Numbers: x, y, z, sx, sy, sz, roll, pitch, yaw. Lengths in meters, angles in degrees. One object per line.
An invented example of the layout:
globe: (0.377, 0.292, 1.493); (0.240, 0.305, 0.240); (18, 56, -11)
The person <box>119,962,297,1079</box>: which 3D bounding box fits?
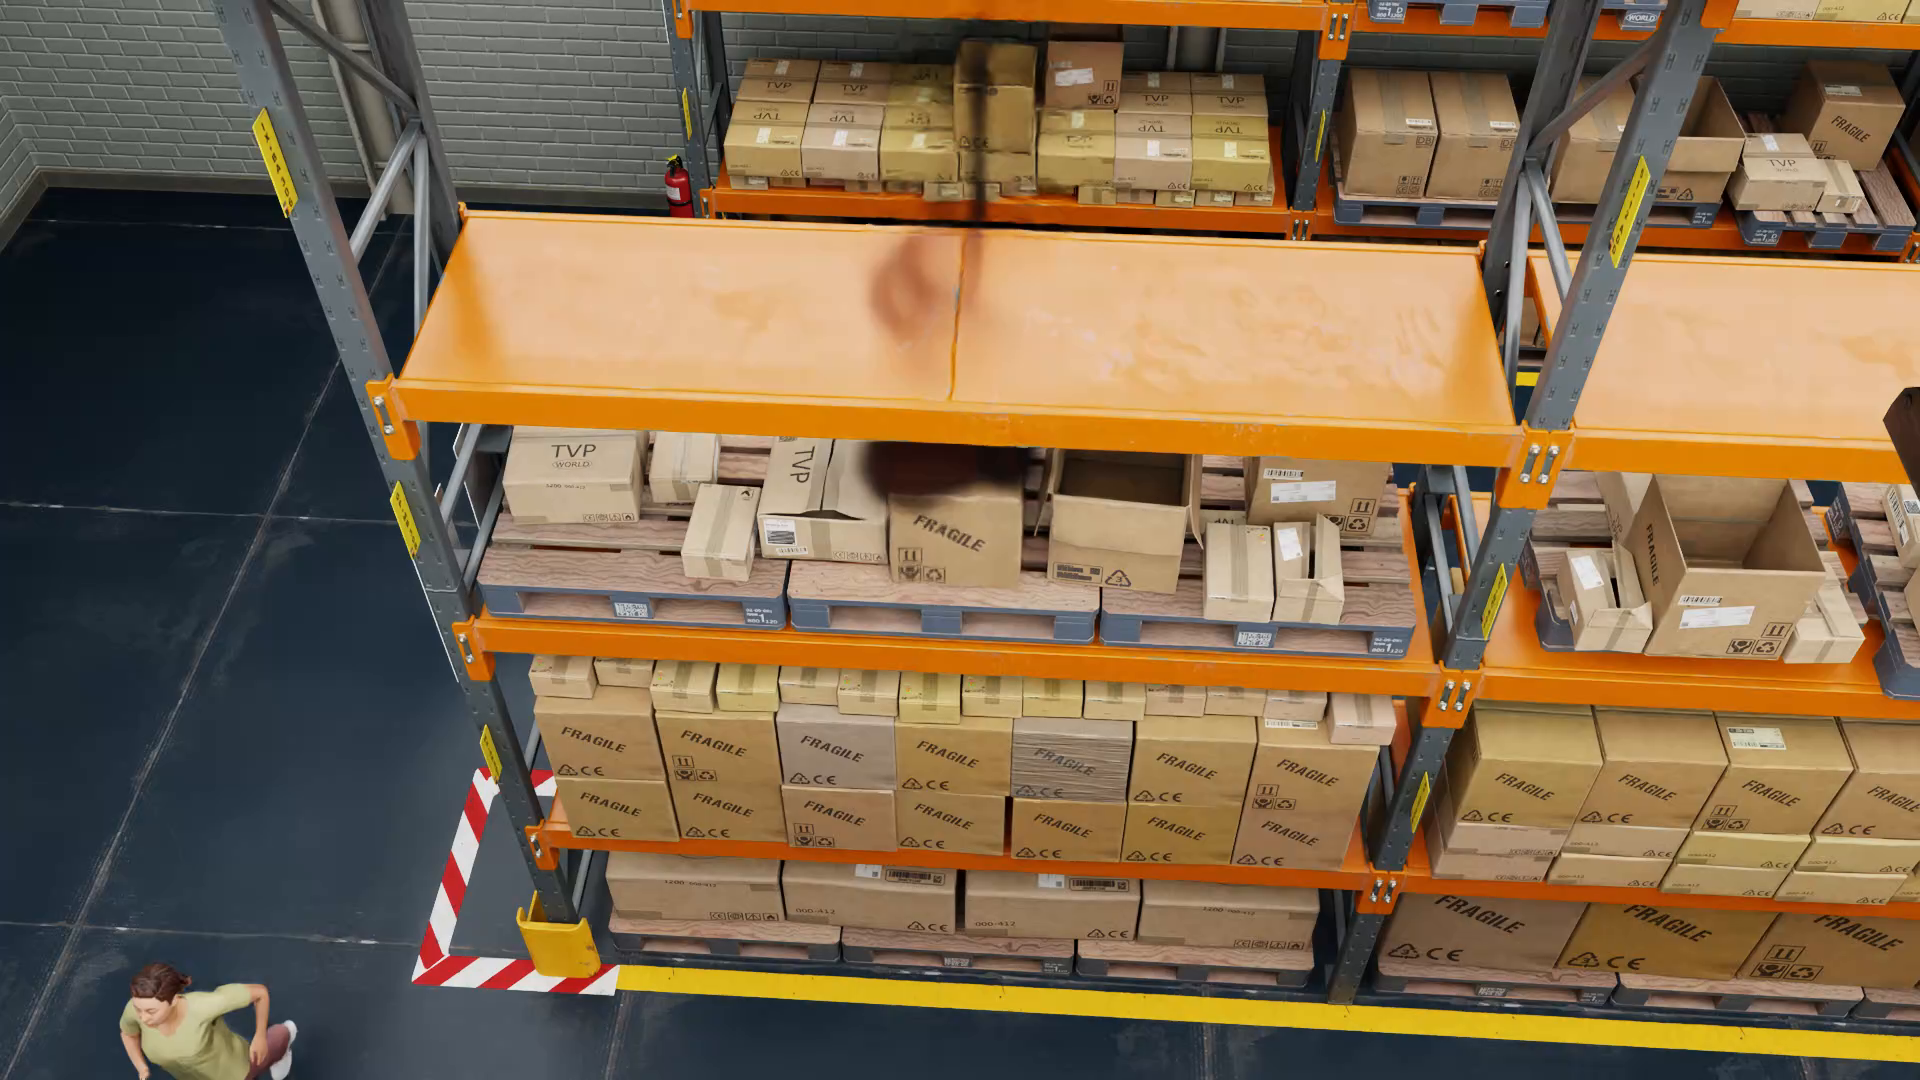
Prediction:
person: (-3.353, 2.331, 7.479); (0.586, 1.664, 0.922); (7, 48, 6)
